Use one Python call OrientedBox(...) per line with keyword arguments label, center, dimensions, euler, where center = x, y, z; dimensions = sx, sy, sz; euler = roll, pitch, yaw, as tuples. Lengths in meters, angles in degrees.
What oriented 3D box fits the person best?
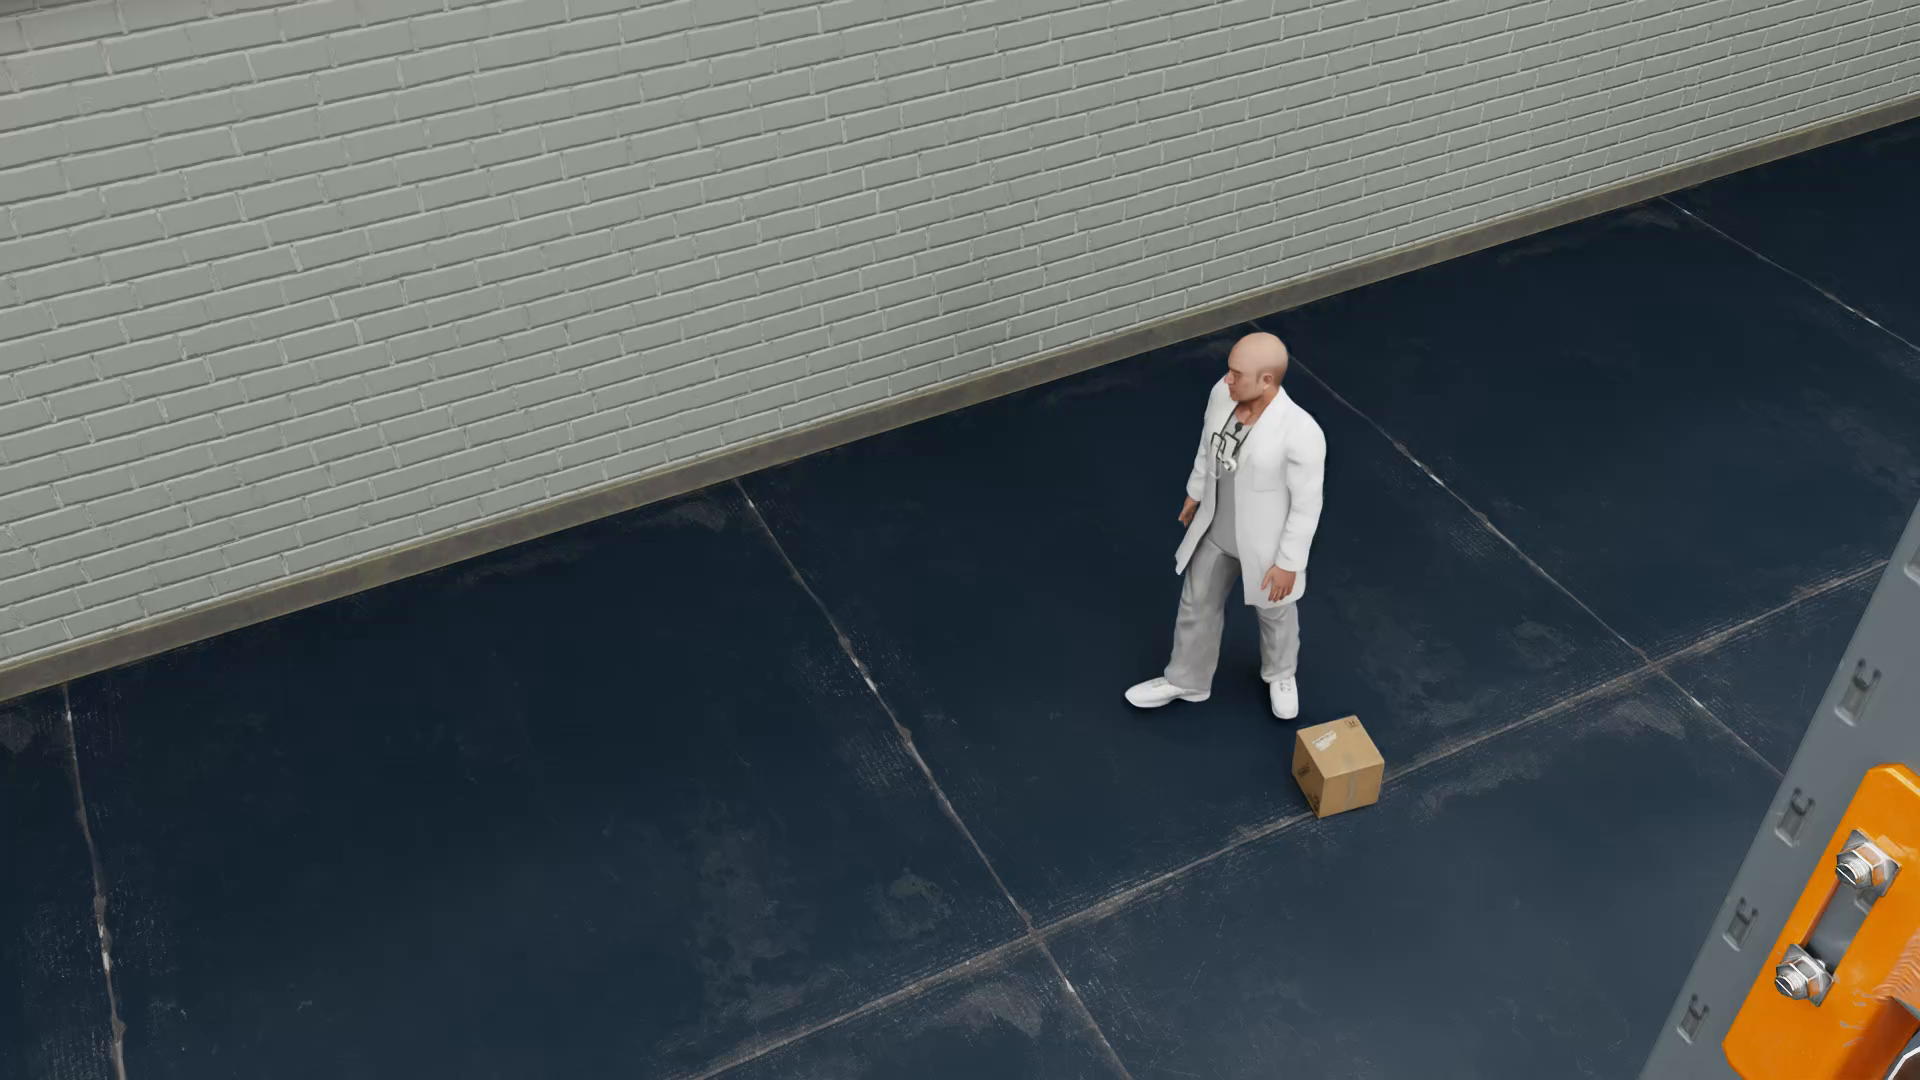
OrientedBox(label="person", center=(1.071, -0.028, 6.335), dimensions=(0.688, 1.778, 0.645), euler=(-28, 48, -29))
